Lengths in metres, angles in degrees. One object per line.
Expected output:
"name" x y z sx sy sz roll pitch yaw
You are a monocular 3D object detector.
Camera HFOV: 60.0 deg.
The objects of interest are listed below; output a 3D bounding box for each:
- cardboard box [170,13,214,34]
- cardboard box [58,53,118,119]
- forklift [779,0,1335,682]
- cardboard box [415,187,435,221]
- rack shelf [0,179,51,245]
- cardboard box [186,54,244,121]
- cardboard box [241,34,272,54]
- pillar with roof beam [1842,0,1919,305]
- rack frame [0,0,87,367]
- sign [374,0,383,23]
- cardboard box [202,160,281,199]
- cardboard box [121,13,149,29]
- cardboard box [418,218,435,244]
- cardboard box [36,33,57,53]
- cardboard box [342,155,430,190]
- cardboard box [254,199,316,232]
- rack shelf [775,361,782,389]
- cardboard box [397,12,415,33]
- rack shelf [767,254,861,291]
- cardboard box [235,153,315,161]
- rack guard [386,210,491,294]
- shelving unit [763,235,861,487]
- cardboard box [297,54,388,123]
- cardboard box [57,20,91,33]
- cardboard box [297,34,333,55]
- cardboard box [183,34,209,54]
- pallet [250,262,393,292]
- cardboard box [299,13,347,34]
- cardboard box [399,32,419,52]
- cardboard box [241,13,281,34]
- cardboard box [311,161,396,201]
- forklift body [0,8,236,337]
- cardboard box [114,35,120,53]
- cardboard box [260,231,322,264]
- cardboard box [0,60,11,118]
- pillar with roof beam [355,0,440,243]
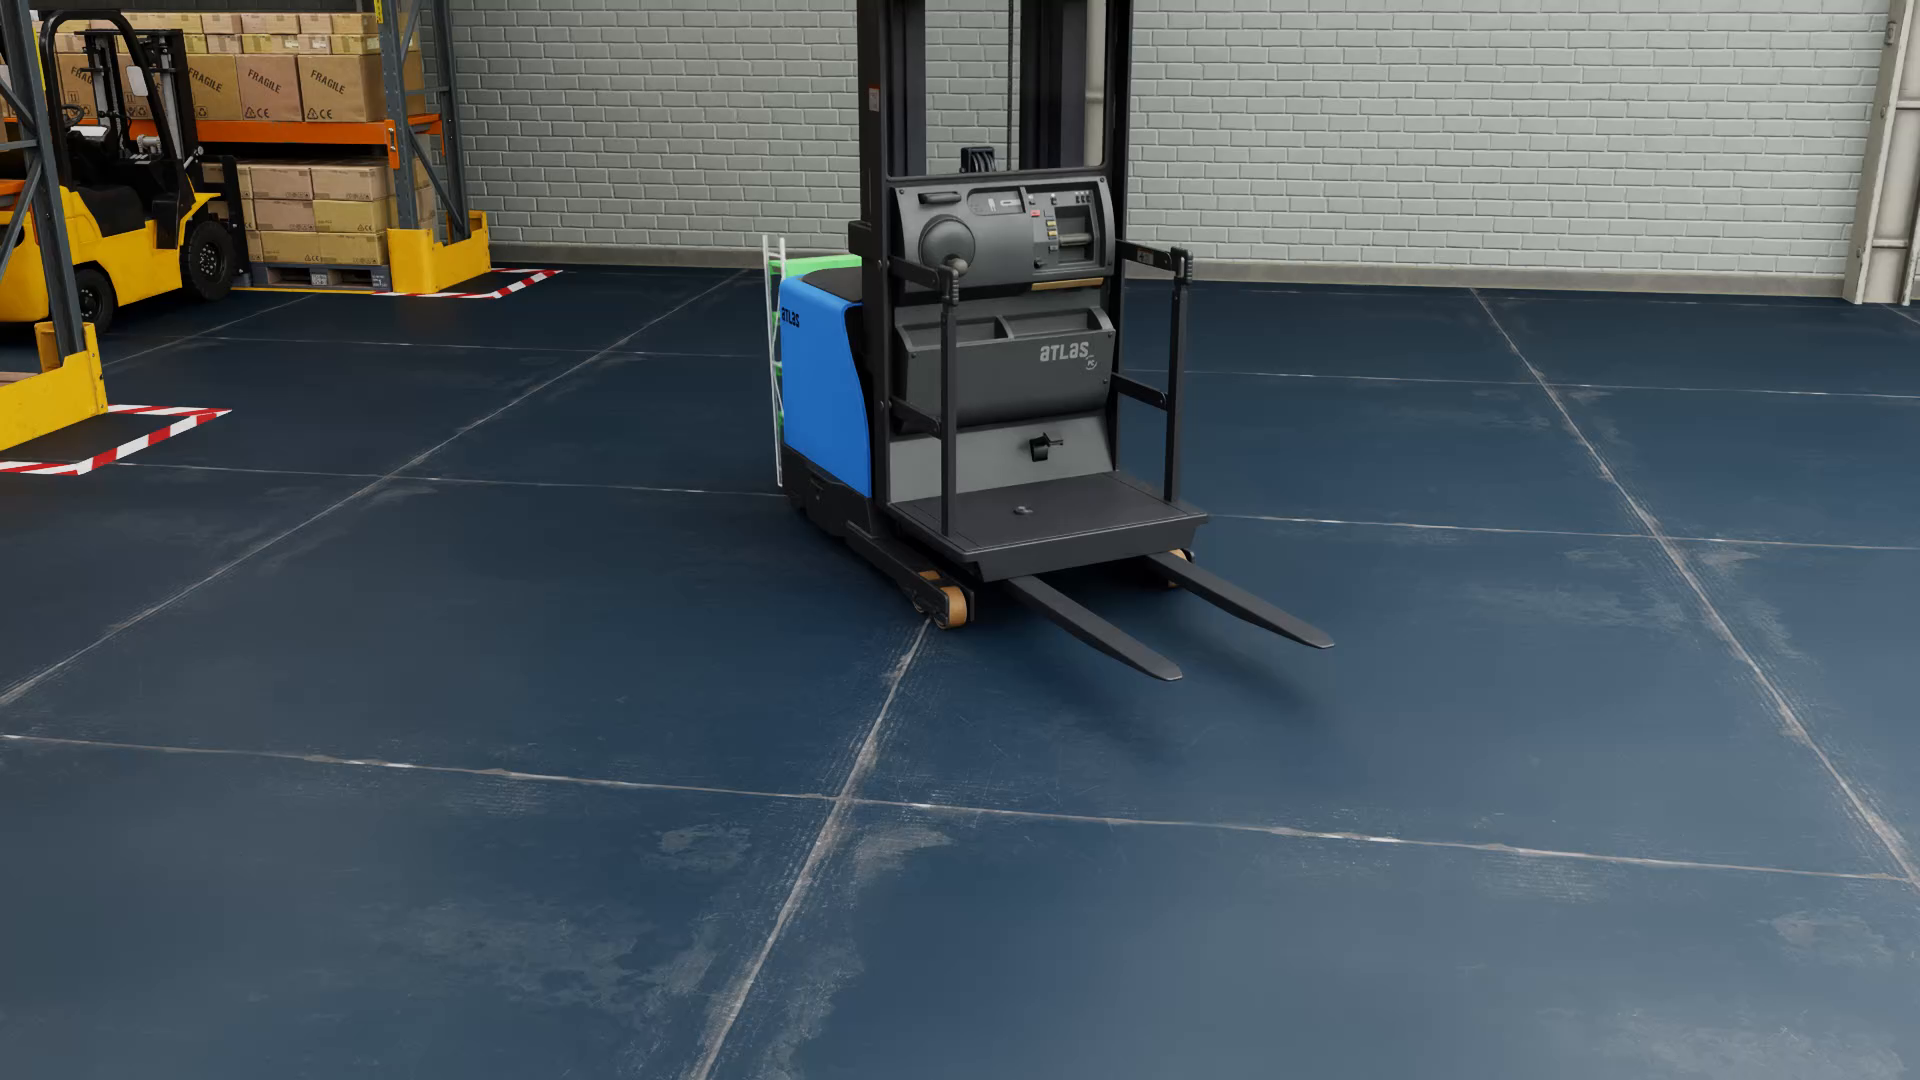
"cardboard box" -5.925 -4.030 12.970 0.250 0.149 0.380 3 19 10
"cardboard box" -6.797 -3.647 13.318 0.500 0.500 0.500 3 19 8
"forklift" 0.281 -1.211 6.303 1.130 2.935 3.031 -9 21 -25
"cardboard box" -4.693 -2.770 13.737 0.500 0.250 0.500 3 19 10
"rack shelf" -7.020 -1.753 8.949 4.000 0.370 1.077 3 19 9
"cardboard box" -5.806 -3.593 13.158 0.500 0.500 0.500 3 19 8
"cardboard box" -5.395 -3.885 13.008 0.250 0.149 0.380 3 19 8
"pillar with roof beam" 6.359 -4.758 7.343 0.400 9.000 9.100 3 19 9
"rack frame" -5.045 -1.993 8.534 0.127 3.000 1.000 3 19 9
"sign" -4.361 -4.041 12.454 0.005 0.325 0.100 3 19 9
"cardboard box" -5.770 -2.890 13.308 0.500 0.250 0.500 3 19 9
"cardboard box" -6.410 -4.090 13.151 0.250 0.149 0.380 3 19 9
"cardboard box" -4.715 -2.530 13.808 0.500 0.250 0.500 3 19 9
"cardboard box" -7.188 -3.954 13.213 0.250 0.149 0.380 3 19 10
"cardboard box" -4.706 -3.002 13.642 0.500 0.250 0.500 3 19 8
"cardboard box" -5.285 -2.636 13.338 0.500 0.250 0.500 3 19 8
"rack shelf" -0.625 -0.797 7.967 0.480 0.148 0.258 -9 16 -26
"cardboard box" -4.559 -4.129 13.266 0.250 0.149 0.380 3 19 8
"rack shelf" -0.641 -1.261 7.844 0.480 0.148 0.258 -9 16 -26
"cardboard box" -5.692 -3.054 13.799 0.500 0.250 0.500 3 19 8
"rack guard" -4.238 -2.362 13.575 0.348 0.500 1.175 3 19 9
"shelving unit" -0.627 -0.859 7.950 0.503 1.200 0.258 -9 16 -26
"cardboard box" -4.789 -3.539 12.994 0.500 0.500 0.500 3 19 7
"cardboard box" -6.919 -4.093 13.158 0.250 0.149 0.380 3 19 8
"cardboard box" -4.905 -3.837 12.863 0.250 0.149 0.380 3 19 10
"cardboard box" -5.919 -3.890 13.023 0.250 0.149 0.380 3 19 9
"pallet" -5.023 -2.252 13.700 1.213 0.211 1.003 3 19 9
"cardboard box" -4.897 -3.999 12.880 0.250 0.149 0.380 3 19 9
"cardboard box" -4.555 -4.002 13.357 0.250 0.149 0.380 2 19 7
"cardboard box" -5.394 -4.040 13.001 0.250 0.149 0.380 3 19 9
"cardboard box" -4.766 -2.844 13.170 0.500 0.250 0.500 4 19 10
"forklift body" -6.423 -2.670 11.894 1.214 2.155 2.313 3 19 9
"cardboard box" -6.679 -3.933 13.151 0.250 0.149 0.380 2 19 7
"cardboard box" -5.265 -2.397 13.410 0.500 0.250 0.500 3 19 9
"cardboard box" -7.814 -3.693 13.456 0.500 0.500 0.500 2 19 7
"pillar with roof beam" -5.489 -5.362 9.148 0.400 9.000 9.100 3 19 9
